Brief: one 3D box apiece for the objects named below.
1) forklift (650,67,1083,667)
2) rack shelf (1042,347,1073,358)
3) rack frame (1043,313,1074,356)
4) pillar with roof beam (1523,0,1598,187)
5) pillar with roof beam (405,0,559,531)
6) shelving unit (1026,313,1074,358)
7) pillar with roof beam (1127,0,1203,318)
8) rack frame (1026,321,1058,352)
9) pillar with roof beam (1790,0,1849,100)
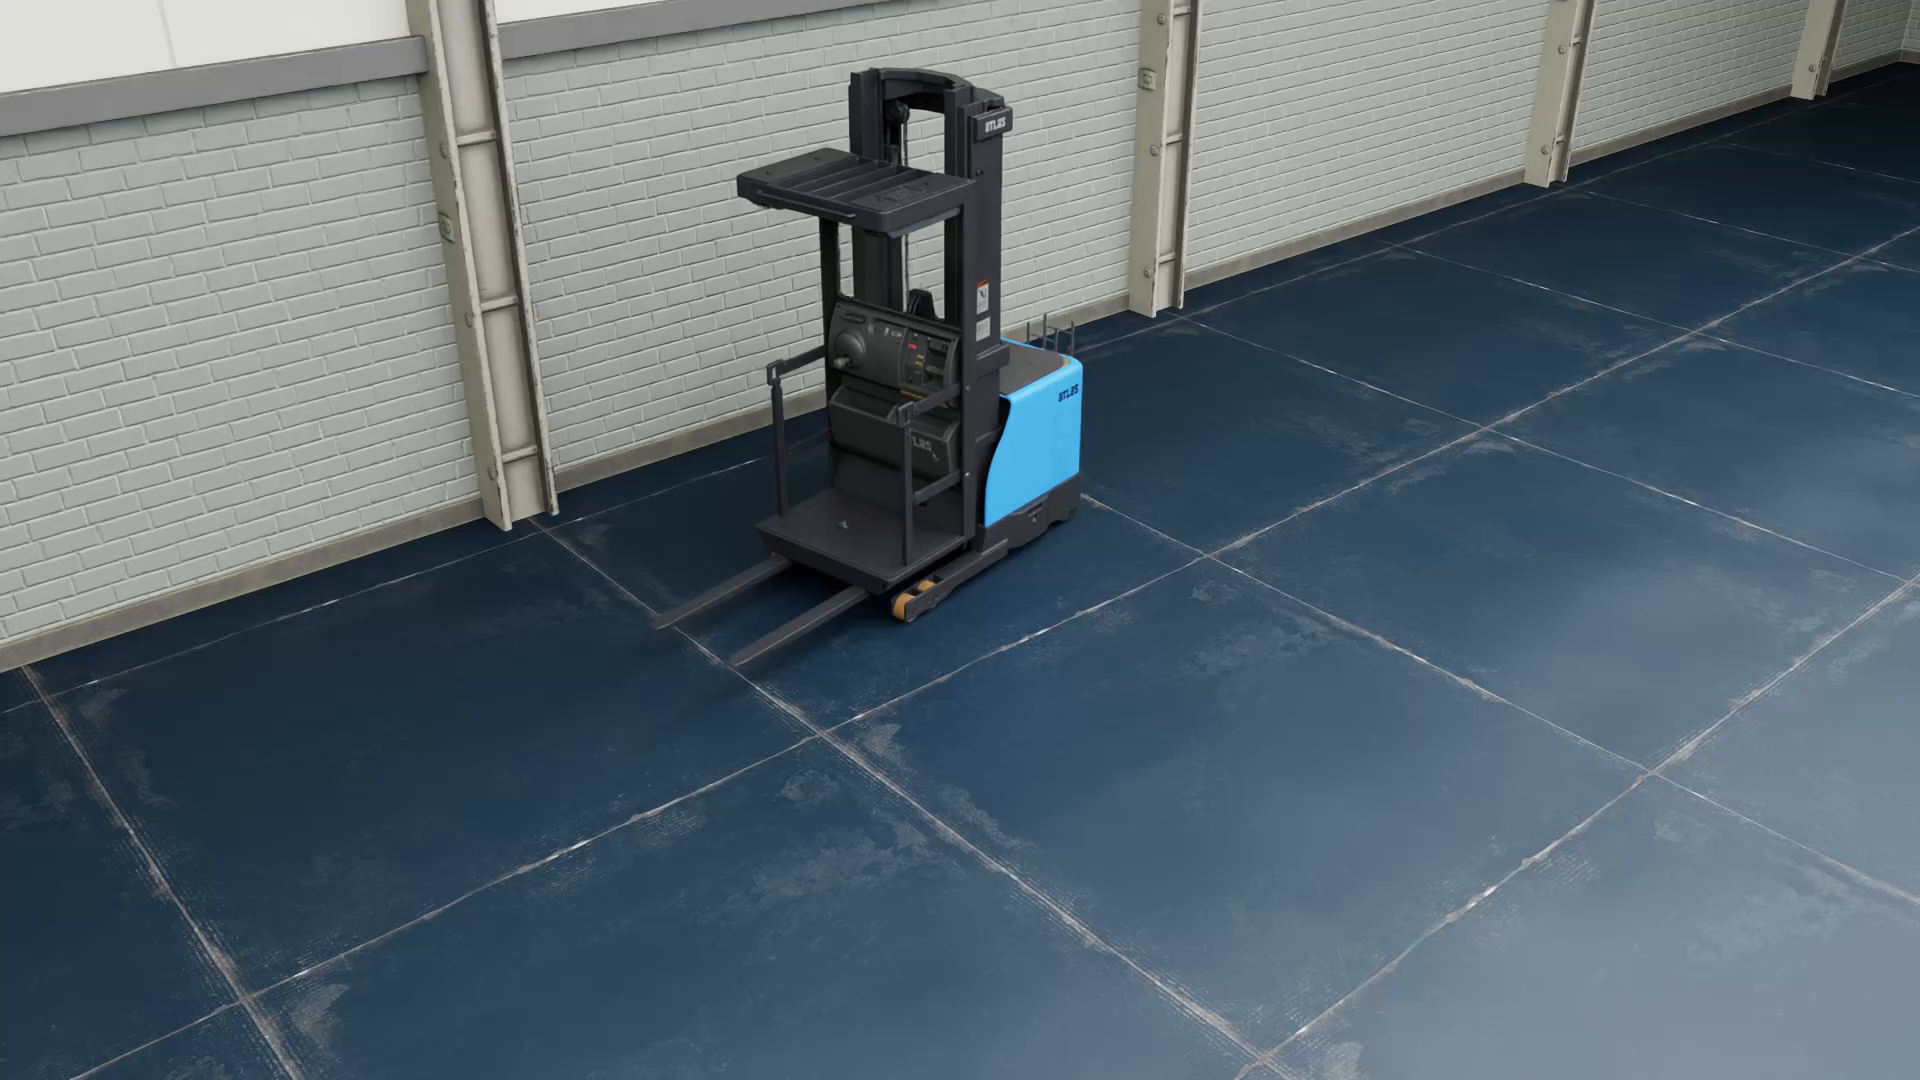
[{"bbox_3d":[-0.523,-1.078,9.516,1.130,2.935,3.031,21,34,33],"label":"forklift"},{"bbox_3d":[0.582,-1.155,10.825,0.258,0.103,0.180,21,34,33],"label":"rack shelf"},{"bbox_3d":[0.637,-0.909,11.036,0.240,1.200,0.006,21,34,33],"label":"rack frame"},{"bbox_3d":[9.040,-6.267,12.789,0.400,9.000,9.100,-22,35,-35],"label":"pillar with roof beam"},{"bbox_3d":[-0.089,-2.597,5.919,0.400,9.000,9.100,-22,35,-35],"label":"pillar with roof beam"},{"bbox_3d":[0.580,-0.876,10.973,0.258,1.200,0.189,21,34,33],"label":"shelving unit"},{"bbox_3d":[4.476,-4.432,9.354,0.400,9.000,9.100,-22,35,-35],"label":"pillar with roof beam"},{"bbox_3d":[0.523,-0.842,10.909,0.240,1.200,0.006,21,34,33],"label":"rack frame"},{"bbox_3d":[13.605,-8.103,16.223,0.400,9.000,9.100,-22,35,-35],"label":"pillar with roof beam"}]
